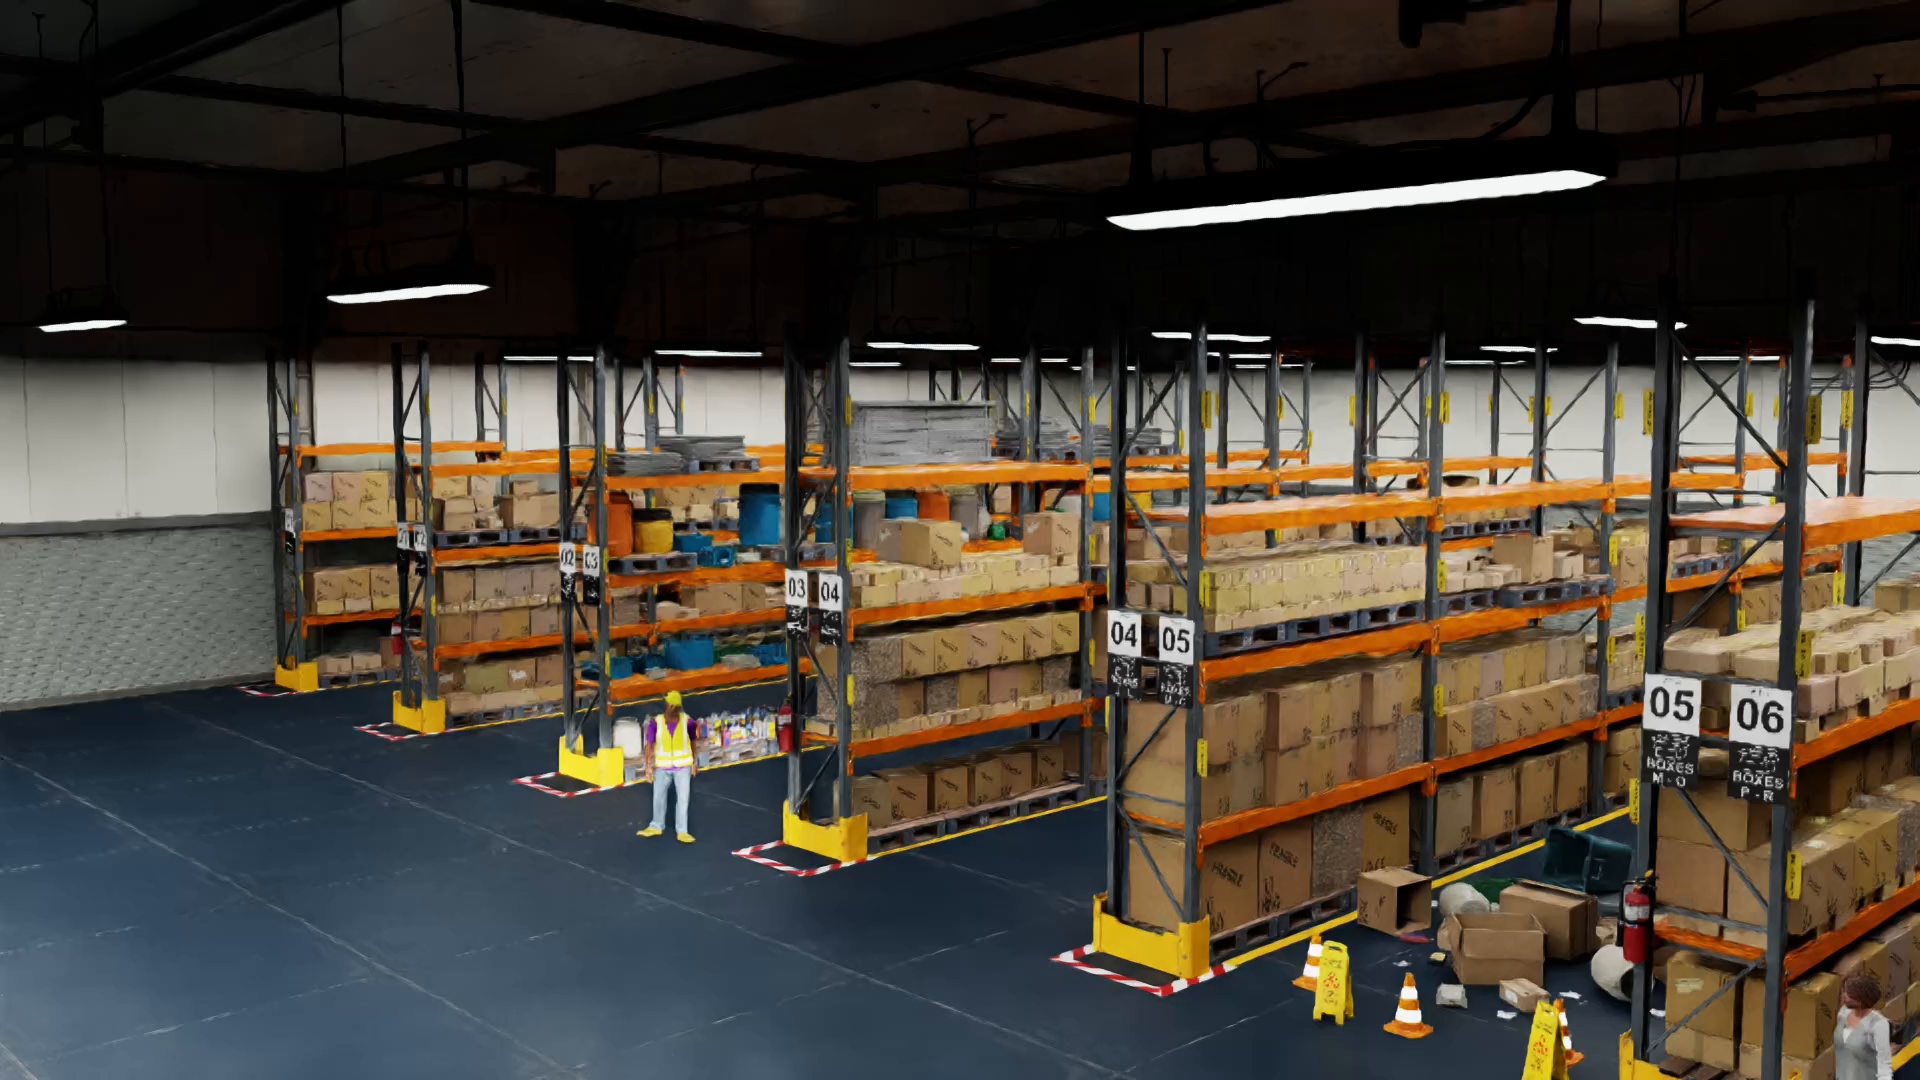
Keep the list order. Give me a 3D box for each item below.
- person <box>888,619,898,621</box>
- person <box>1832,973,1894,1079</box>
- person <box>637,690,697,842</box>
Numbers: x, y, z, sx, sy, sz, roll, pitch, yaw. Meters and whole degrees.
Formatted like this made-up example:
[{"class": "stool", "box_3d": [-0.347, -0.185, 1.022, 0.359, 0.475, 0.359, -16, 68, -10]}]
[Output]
[{"class": "person", "box_3d": [-1.151, 1.722, 30.327, 1.086, 1.576, 0.495, -4, 7, -41]}, {"class": "person", "box_3d": [5.692, 3.476, 10.434, 0.861, 1.559, 0.491, -2, 5, -18]}, {"class": "person", "box_3d": [-3.423, 2.617, 19.342, 0.714, 1.766, 0.472, 0, 5, -5]}]
